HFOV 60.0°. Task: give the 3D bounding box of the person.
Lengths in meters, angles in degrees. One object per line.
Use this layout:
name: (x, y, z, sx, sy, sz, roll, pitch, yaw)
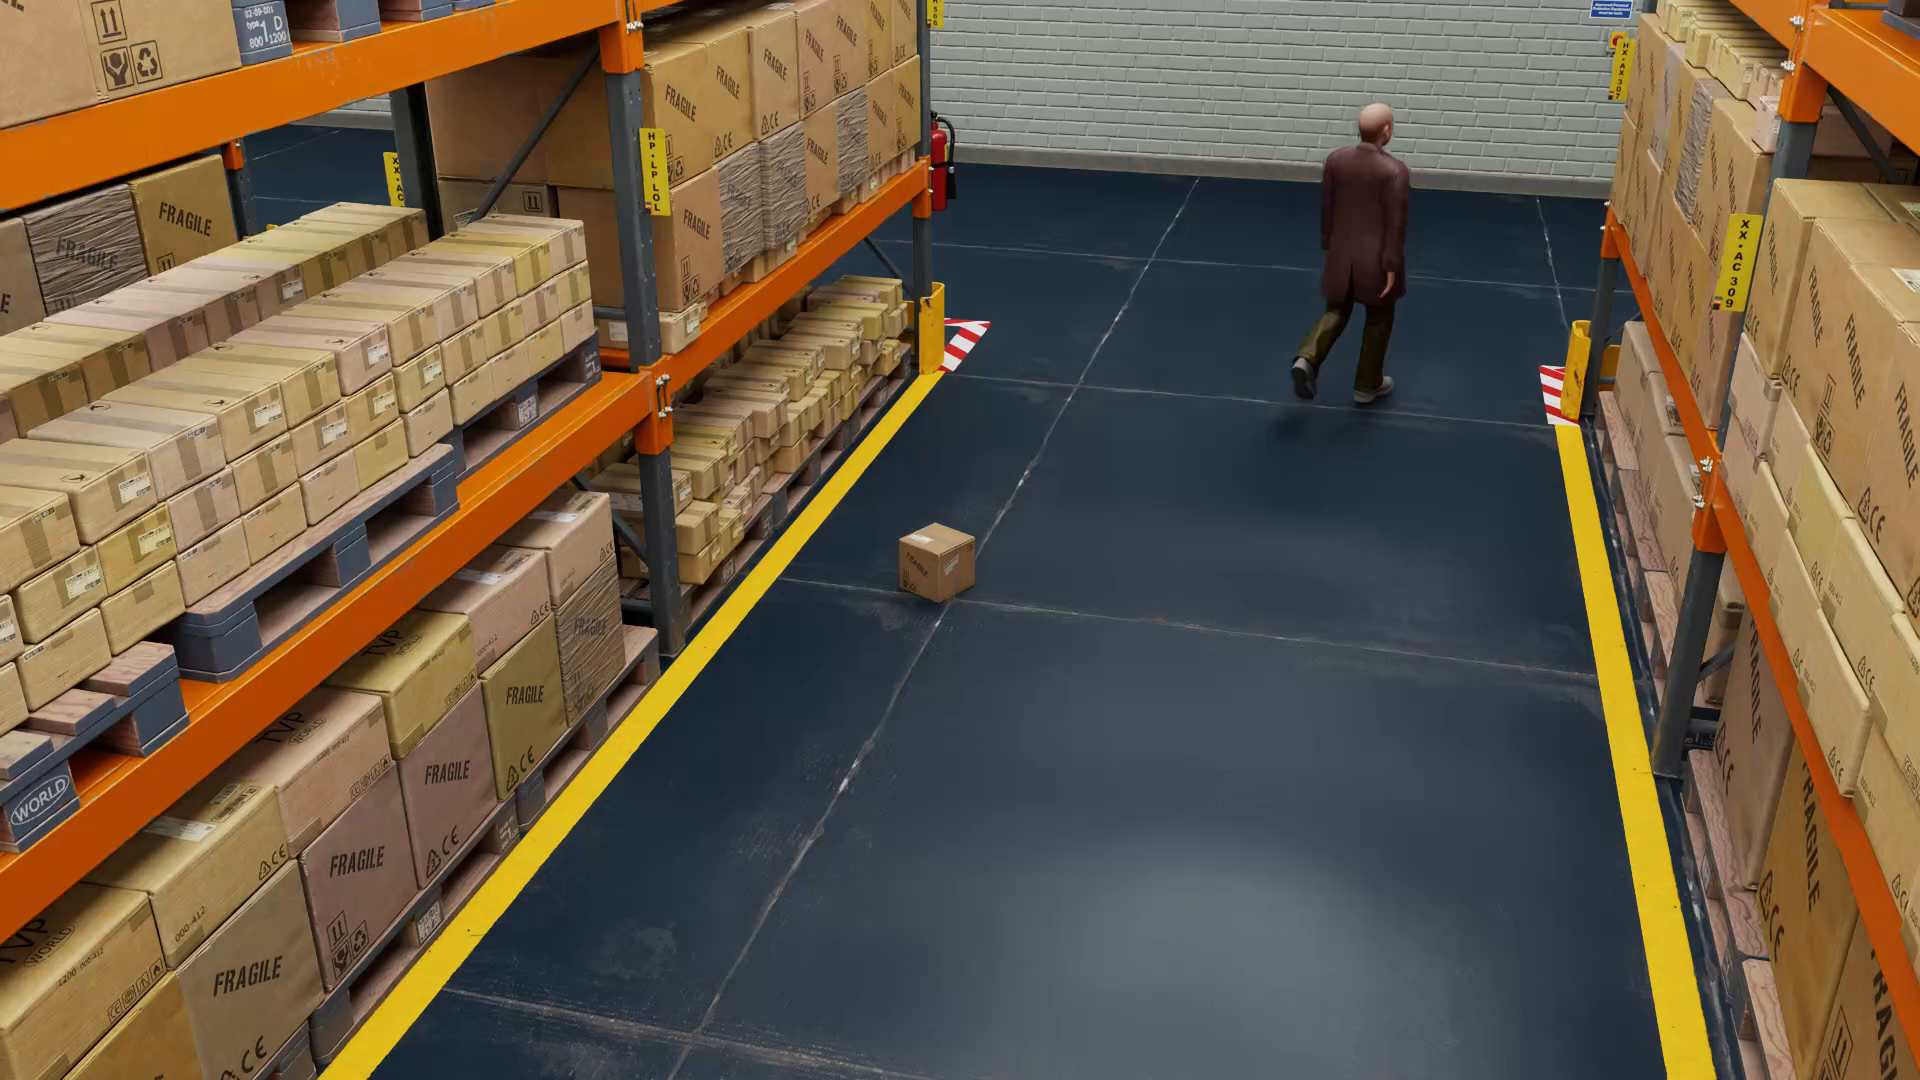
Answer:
person: (2.301, -1.621, 9.564, 0.584, 1.762, 0.825, 20, 32, 36)
